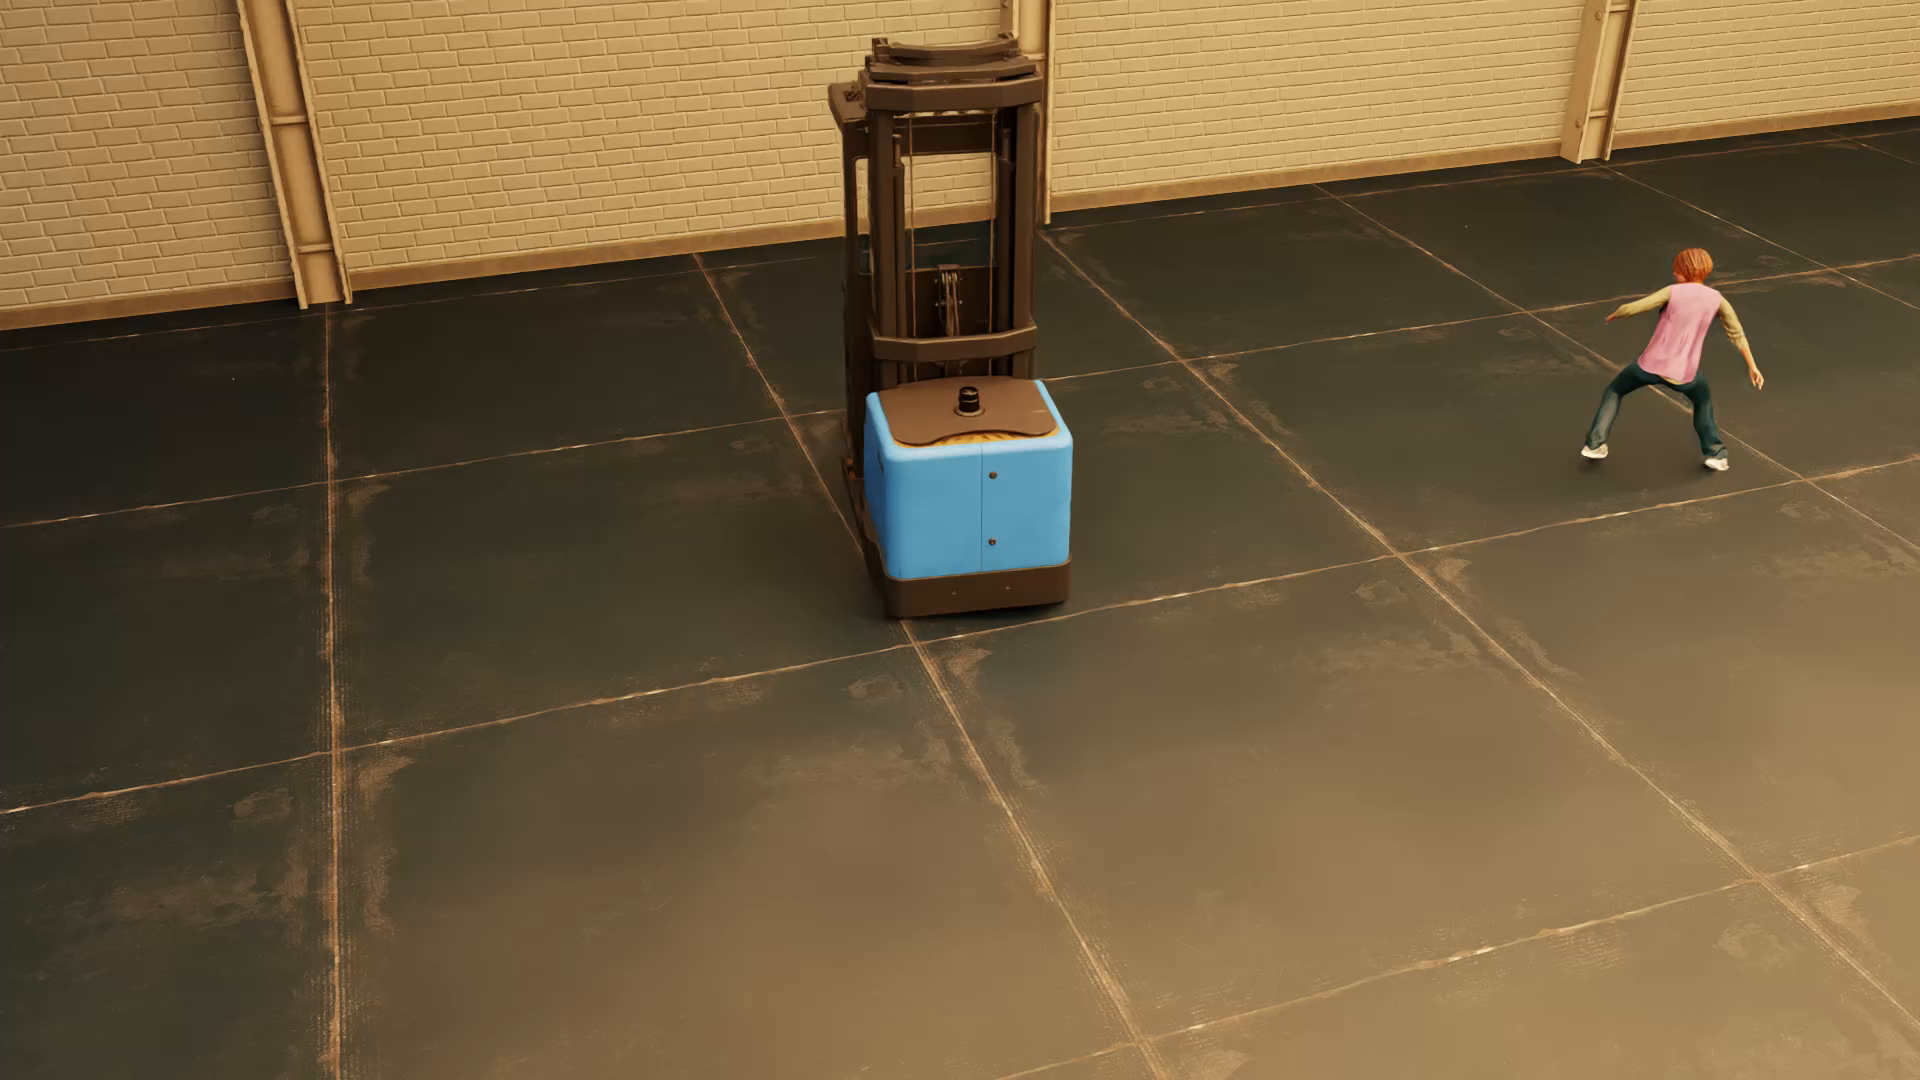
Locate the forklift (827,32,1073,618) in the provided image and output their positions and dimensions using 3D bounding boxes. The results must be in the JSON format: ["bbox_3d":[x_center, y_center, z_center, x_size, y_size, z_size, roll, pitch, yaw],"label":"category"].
[{"bbox_3d":[-0.154,-1.562,9.803,1.130,2.935,3.031,-5,30,-9],"label":"forklift"}]

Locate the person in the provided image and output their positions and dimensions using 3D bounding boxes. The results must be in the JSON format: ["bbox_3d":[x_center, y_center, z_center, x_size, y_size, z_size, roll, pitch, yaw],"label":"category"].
[{"bbox_3d":[4.544,-1.069,10.531,0.957,1.524,0.507,11,32,18],"label":"person"}]
